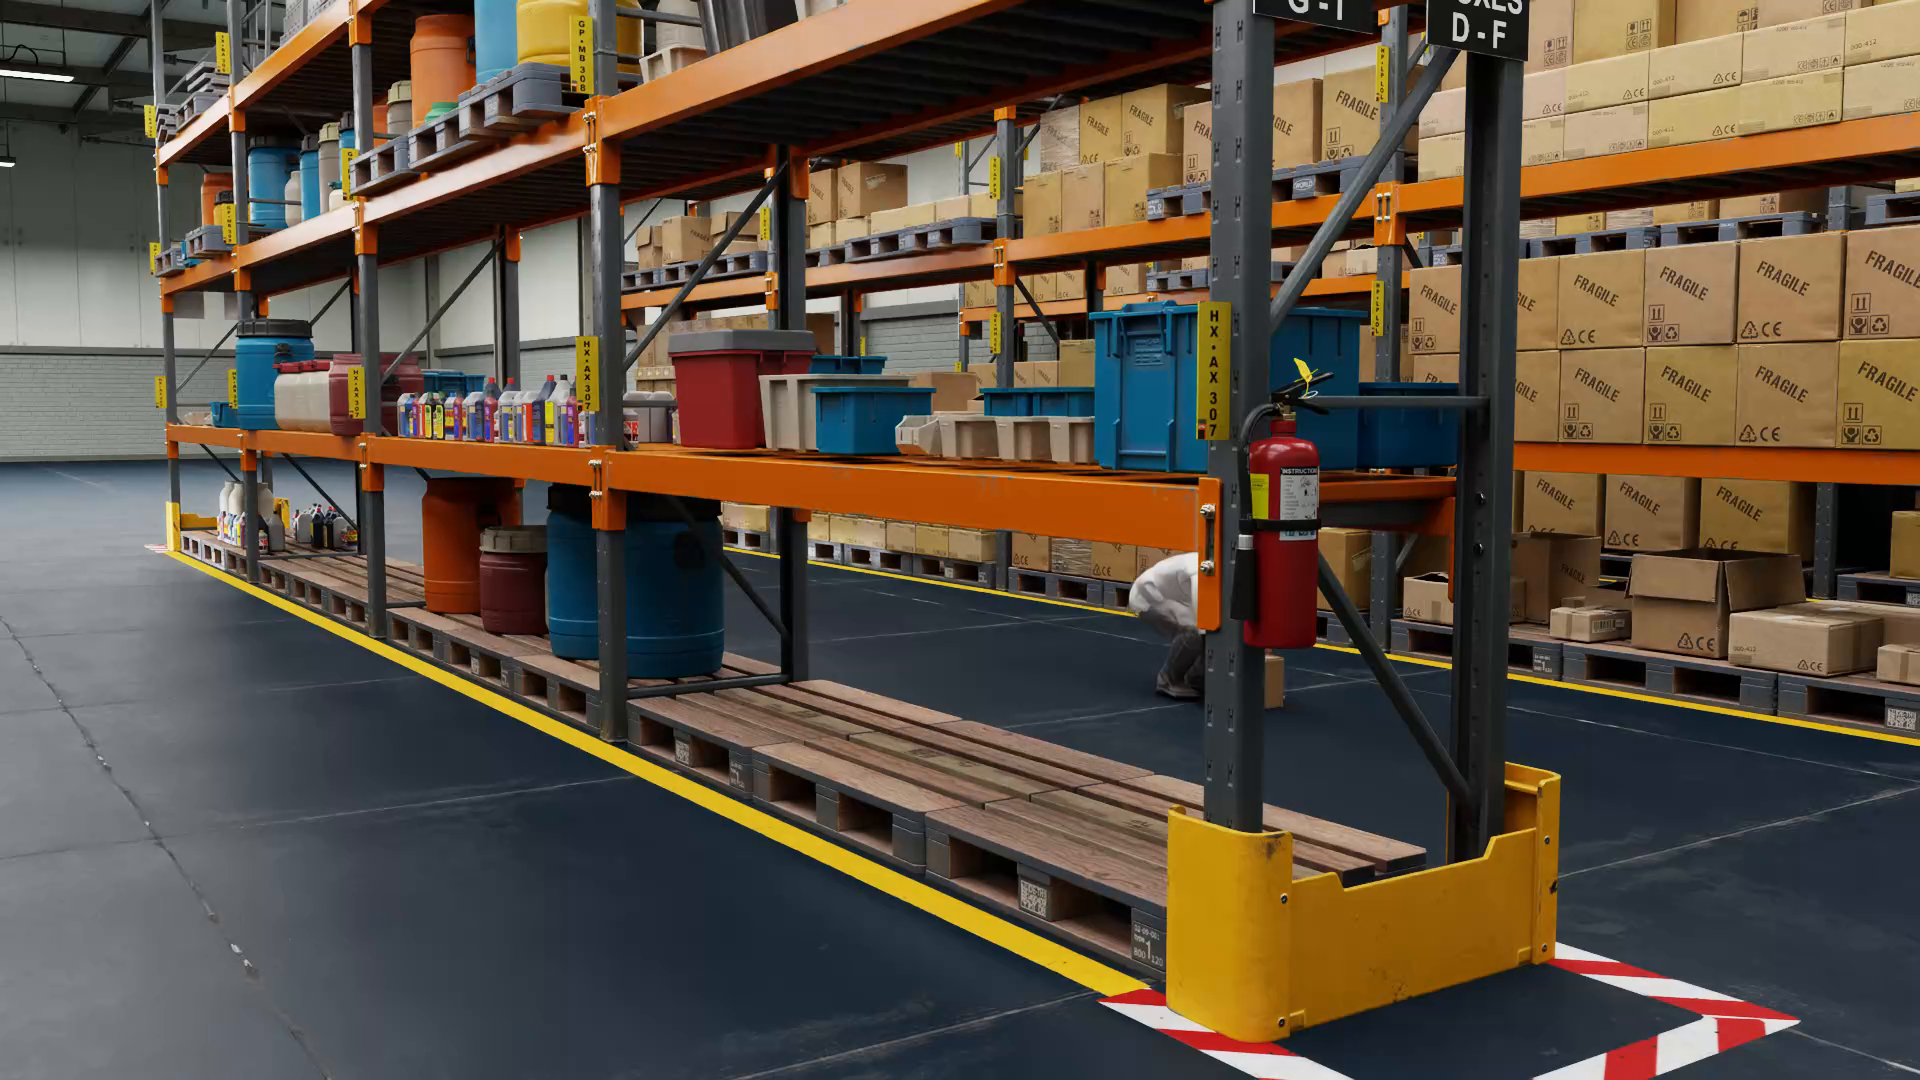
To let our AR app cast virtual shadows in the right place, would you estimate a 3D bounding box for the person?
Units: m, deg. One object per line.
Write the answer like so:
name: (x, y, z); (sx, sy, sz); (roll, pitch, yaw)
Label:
person: (1.313, 0.435, 8.553); (0.530, 0.834, 0.951); (-3, 6, -35)
